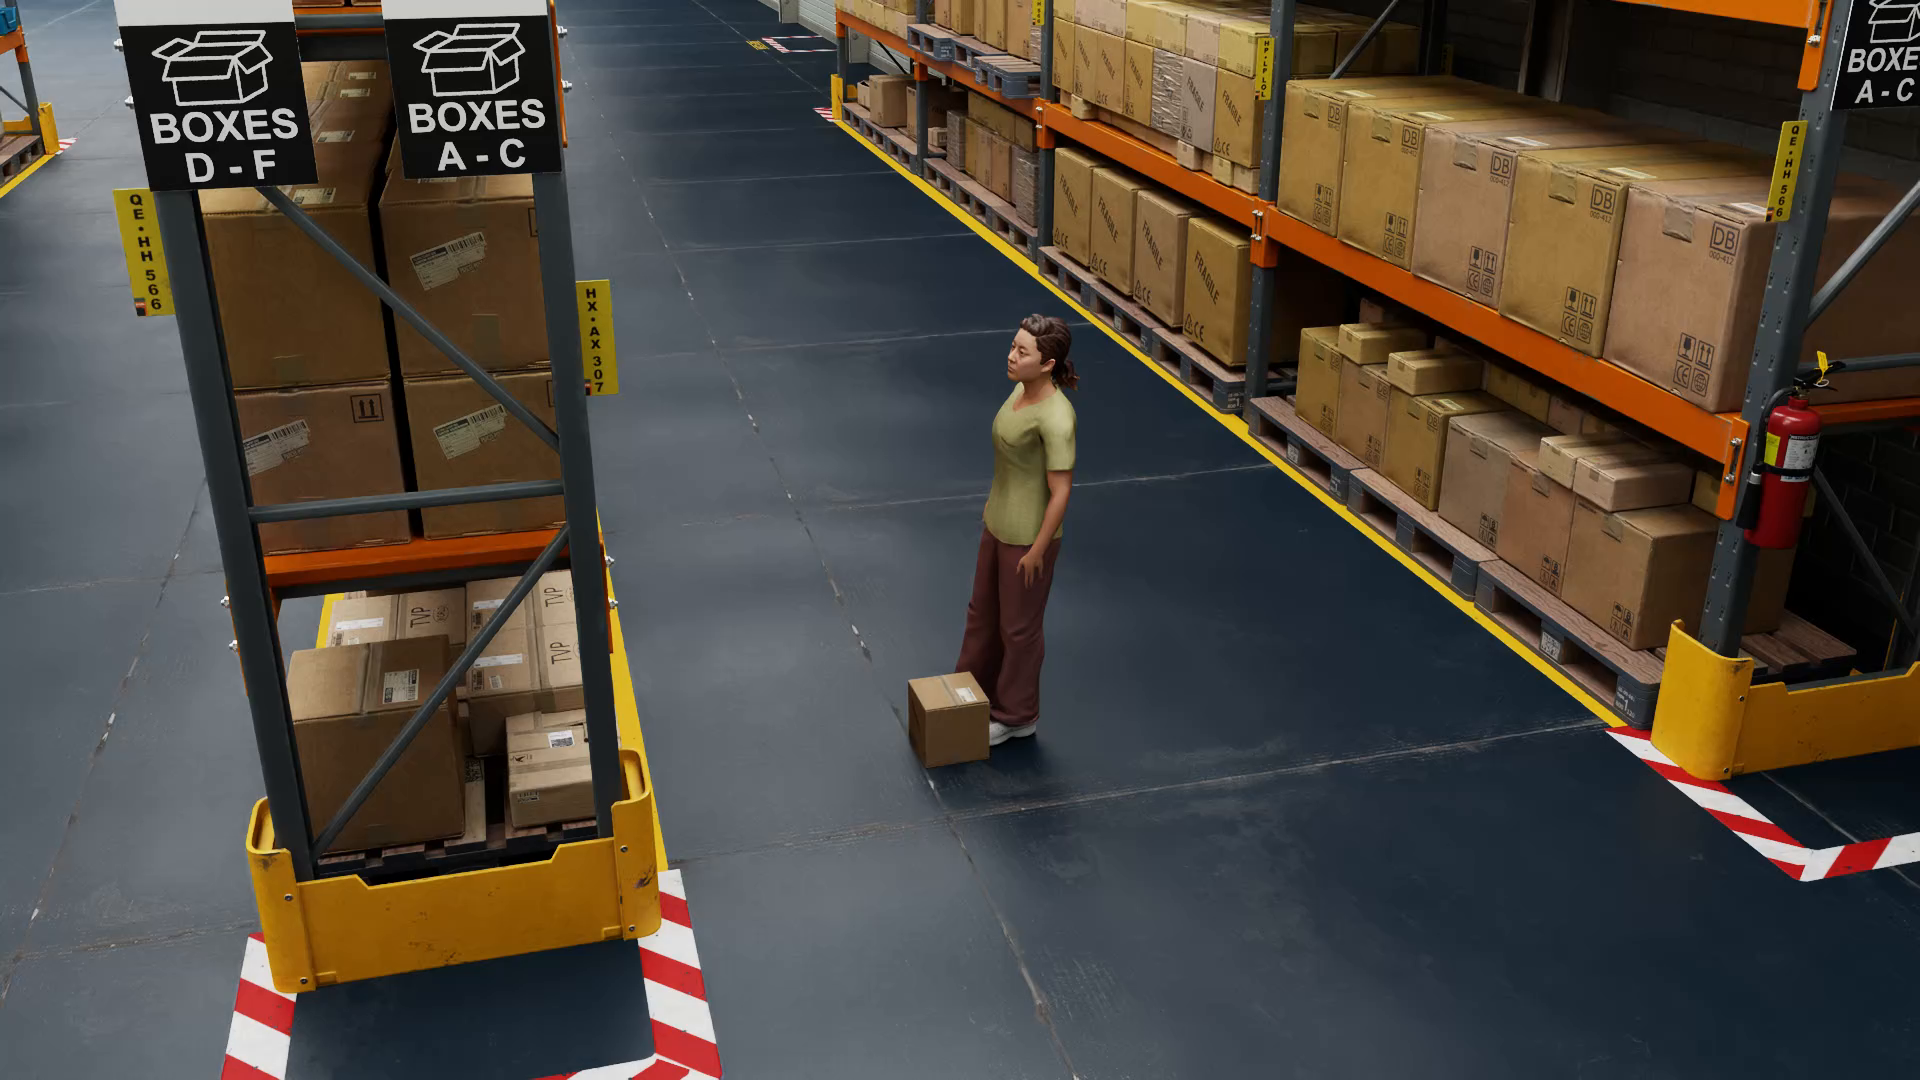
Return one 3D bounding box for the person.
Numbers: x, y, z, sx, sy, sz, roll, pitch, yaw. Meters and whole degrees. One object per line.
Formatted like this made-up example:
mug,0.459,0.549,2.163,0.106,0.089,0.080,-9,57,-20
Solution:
person,0.157,-0.017,6.114,0.549,1.675,0.553,-6,24,-14
